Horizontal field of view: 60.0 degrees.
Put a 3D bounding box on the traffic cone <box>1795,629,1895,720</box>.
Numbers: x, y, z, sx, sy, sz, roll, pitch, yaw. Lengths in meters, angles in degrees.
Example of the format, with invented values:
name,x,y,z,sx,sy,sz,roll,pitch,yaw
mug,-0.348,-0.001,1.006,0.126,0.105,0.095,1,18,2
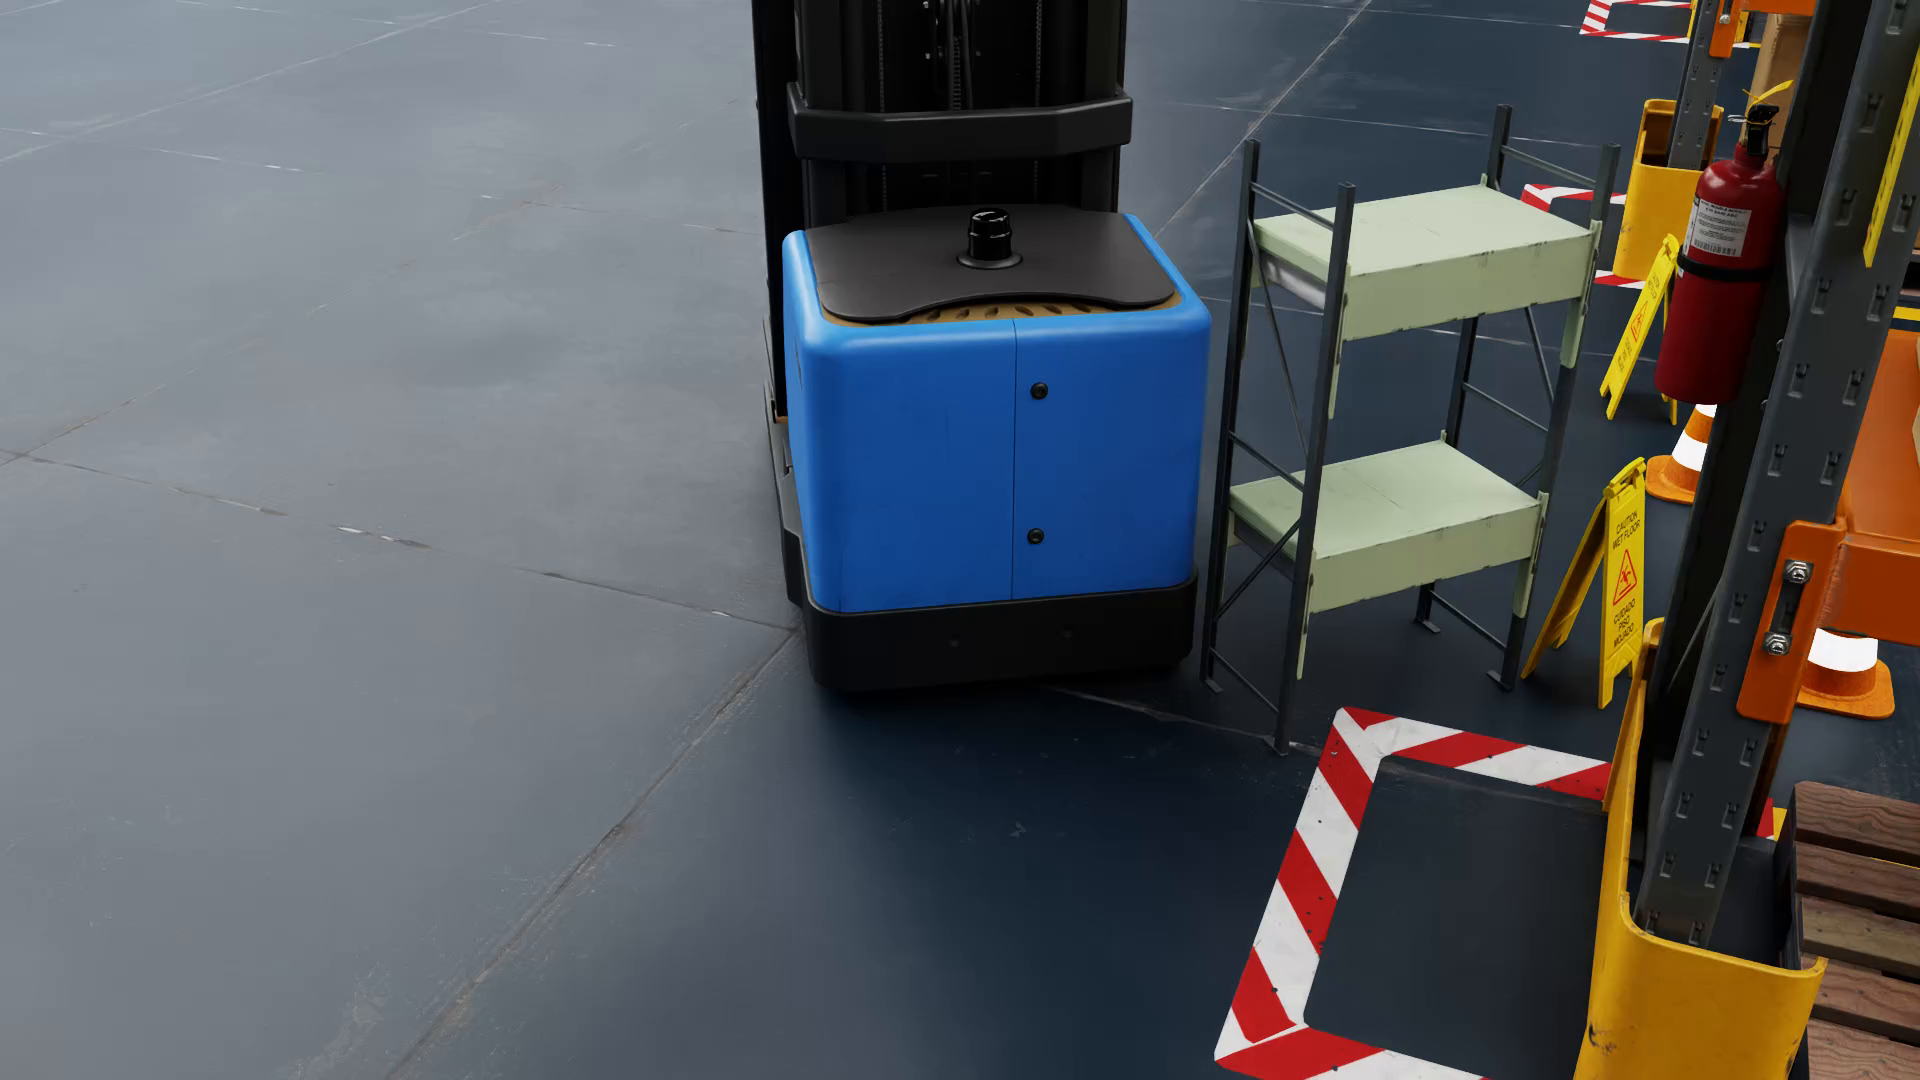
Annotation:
name,x,y,z,sx,sy,sz,roll,pitch,yaw
traffic cone,2.375,0.182,4.458,0.334,0.463,0.336,11,31,19

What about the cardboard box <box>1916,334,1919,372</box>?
name,x,y,z,sx,sy,sz,roll,pitch,yaw
cardboard box,1.919,-0.333,3.046,0.250,0.149,0.380,12,32,21

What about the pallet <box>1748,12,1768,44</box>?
name,x,y,z,sx,sy,sz,roll,pitch,yaw
pallet,6.028,-3.538,11.295,1.213,0.211,1.003,11,31,19

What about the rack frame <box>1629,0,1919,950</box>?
name,x,y,z,sx,sy,sz,roll,pitch,yaw
rack frame,1.492,-0.414,2.934,0.127,3.000,1.000,11,31,19

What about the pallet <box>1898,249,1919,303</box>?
name,x,y,z,sx,sy,sz,roll,pitch,yaw
pallet,4.029,-1.363,7.447,1.213,0.211,1.003,11,31,19

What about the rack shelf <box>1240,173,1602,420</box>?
name,x,y,z,sx,sy,sz,roll,pitch,yaw
rack shelf,1.084,-0.600,3.994,0.720,0.370,0.431,-13,32,-21

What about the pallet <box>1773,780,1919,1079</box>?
name,x,y,z,sx,sy,sz,roll,pitch,yaw
pallet,2.302,0.981,3.300,1.213,0.211,1.003,11,31,19

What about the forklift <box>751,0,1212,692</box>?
name,x,y,z,sx,sy,sz,roll,pitch,yaw
forklift,-0.095,-1.579,5.064,1.130,2.935,3.031,-4,30,-8

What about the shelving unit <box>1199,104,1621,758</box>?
name,x,y,z,sx,sy,sz,roll,pitch,yaw
shelving unit,1.084,-0.260,4.186,0.755,1.500,0.431,-13,32,-21

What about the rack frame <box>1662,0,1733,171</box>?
name,x,y,z,sx,sy,sz,roll,pitch,yaw
rack frame,3.259,-2.689,6.960,0.127,3.000,1.000,11,31,19

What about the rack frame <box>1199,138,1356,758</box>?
name,x,y,z,sx,sy,sz,roll,pitch,yaw
rack frame,0.750,-0.186,4.055,0.023,1.500,0.400,-13,32,-21

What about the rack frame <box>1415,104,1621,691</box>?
name,x,y,z,sx,sy,sz,roll,pitch,yaw
rack frame,1.417,-0.334,4.317,0.023,1.500,0.400,-13,32,-21

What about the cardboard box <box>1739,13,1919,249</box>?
name,x,y,z,sx,sy,sz,roll,pitch,yaw
cardboard box,3.912,-1.852,7.211,0.875,0.875,0.875,11,31,19

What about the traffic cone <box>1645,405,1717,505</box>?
name,x,y,z,sx,sy,sz,roll,pitch,yaw
traffic cone,2.477,-0.387,5.464,0.334,0.463,0.336,11,31,19

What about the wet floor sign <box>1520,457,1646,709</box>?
name,x,y,z,sx,sy,sz,roll,pitch,yaw
wet floor sign,1.718,0.088,4.438,0.232,0.644,0.267,24,37,36

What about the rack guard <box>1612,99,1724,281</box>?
name,x,y,z,sx,sy,sz,roll,pitch,yaw
rack guard,3.237,-1.606,7.583,0.348,0.500,1.175,11,31,19

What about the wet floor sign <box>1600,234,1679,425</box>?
name,x,y,z,sx,sy,sz,roll,pitch,yaw
wet floor sign,2.488,-0.767,5.951,0.232,0.644,0.267,6,30,11

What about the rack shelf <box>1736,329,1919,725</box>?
name,x,y,z,sx,sy,sz,roll,pitch,yaw
rack shelf,3.345,0.269,2.456,4.000,0.370,1.077,11,31,19

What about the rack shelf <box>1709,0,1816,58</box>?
name,x,y,z,sx,sy,sz,roll,pitch,yaw
rack shelf,5.112,-2.006,6.482,4.000,0.370,1.077,11,31,19

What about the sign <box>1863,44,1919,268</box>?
name,x,y,z,sx,sy,sz,roll,pitch,yaw
sign,1.288,-0.543,2.283,0.005,0.325,0.100,11,31,19

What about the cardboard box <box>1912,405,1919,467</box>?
name,x,y,z,sx,sy,sz,roll,pitch,yaw
cardboard box,1.729,-0.147,2.717,0.250,0.149,0.380,11,31,19

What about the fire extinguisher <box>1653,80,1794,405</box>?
name,x,y,z,sx,sy,sz,roll,pitch,yaw
fire extinguisher,1.559,-0.611,3.362,0.183,0.674,0.296,11,31,19

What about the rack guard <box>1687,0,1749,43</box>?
name,x,y,z,sx,sy,sz,roll,pitch,yaw
rack guard,5.288,-3.830,11.518,0.348,0.500,1.175,11,31,19

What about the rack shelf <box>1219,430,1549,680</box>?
name,x,y,z,sx,sy,sz,roll,pitch,yaw
rack shelf,1.084,0.024,4.346,0.720,0.370,0.431,-13,32,-21

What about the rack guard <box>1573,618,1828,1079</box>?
name,x,y,z,sx,sy,sz,roll,pitch,yaw
rack guard,1.562,0.688,3.524,0.348,0.500,1.175,11,31,19
